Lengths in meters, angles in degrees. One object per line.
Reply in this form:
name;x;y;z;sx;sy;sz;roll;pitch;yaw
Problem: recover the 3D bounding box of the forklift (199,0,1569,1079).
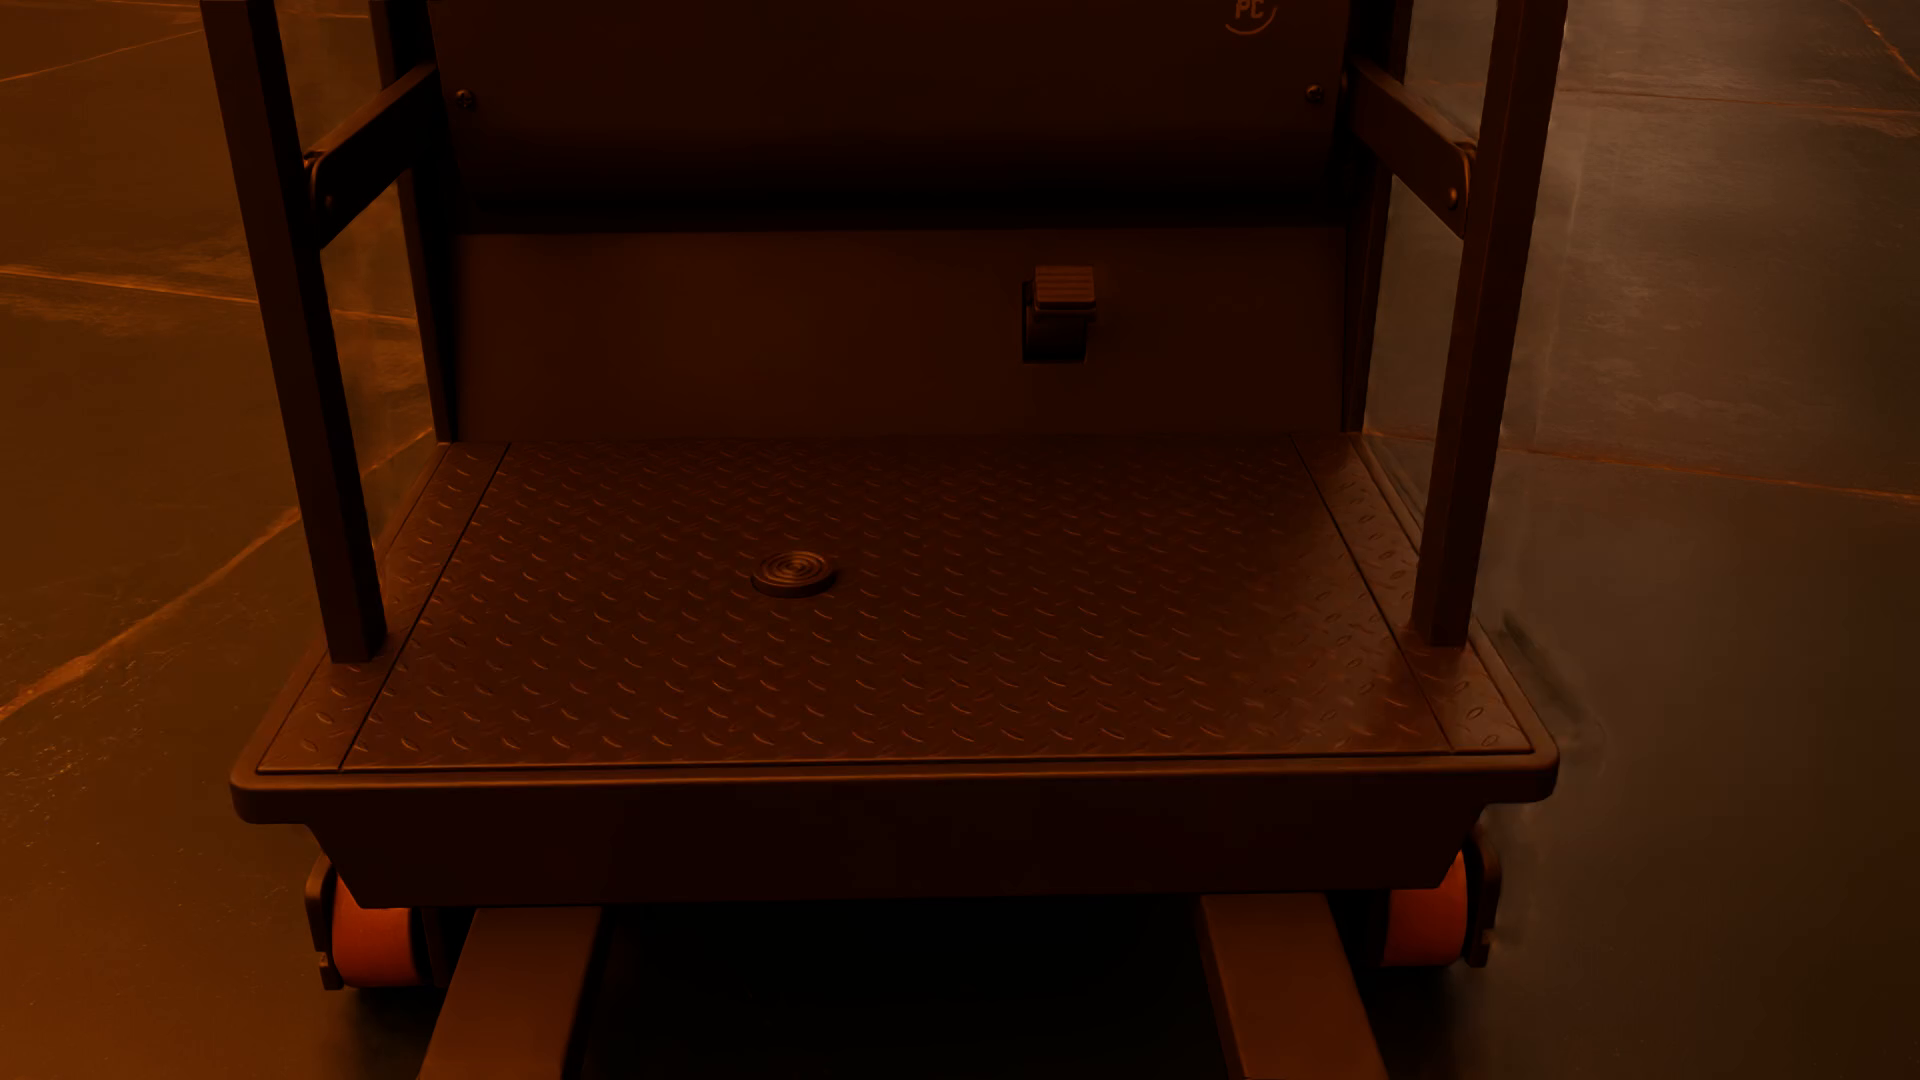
forklift;-0.061;-1.013;1.260;1.130;2.935;3.031;-1;27;-1
